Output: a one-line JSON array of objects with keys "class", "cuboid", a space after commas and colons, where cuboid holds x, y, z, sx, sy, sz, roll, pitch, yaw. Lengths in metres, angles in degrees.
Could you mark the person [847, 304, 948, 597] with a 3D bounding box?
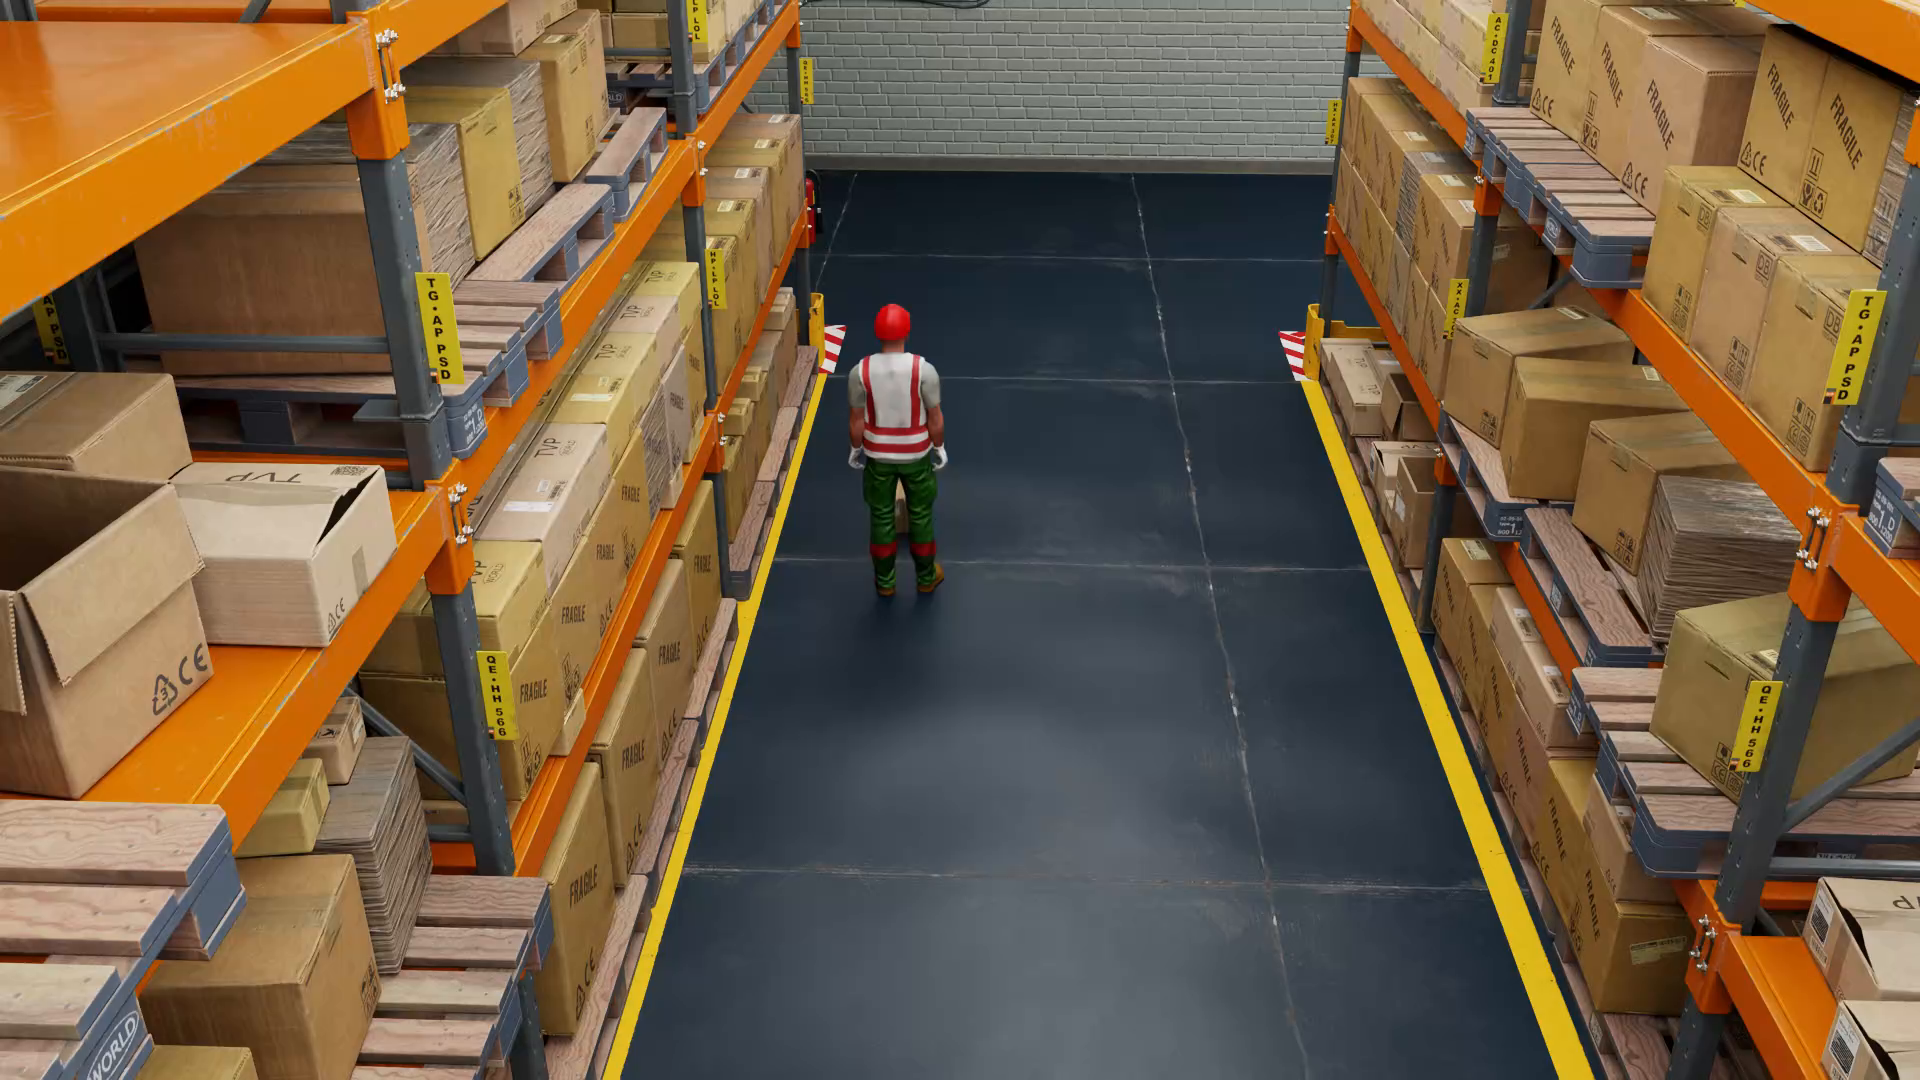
[{"class": "person", "cuboid": [-0.354, -0.518, 9.570, 0.572, 1.798, 0.401, 1, 28, 3]}]
